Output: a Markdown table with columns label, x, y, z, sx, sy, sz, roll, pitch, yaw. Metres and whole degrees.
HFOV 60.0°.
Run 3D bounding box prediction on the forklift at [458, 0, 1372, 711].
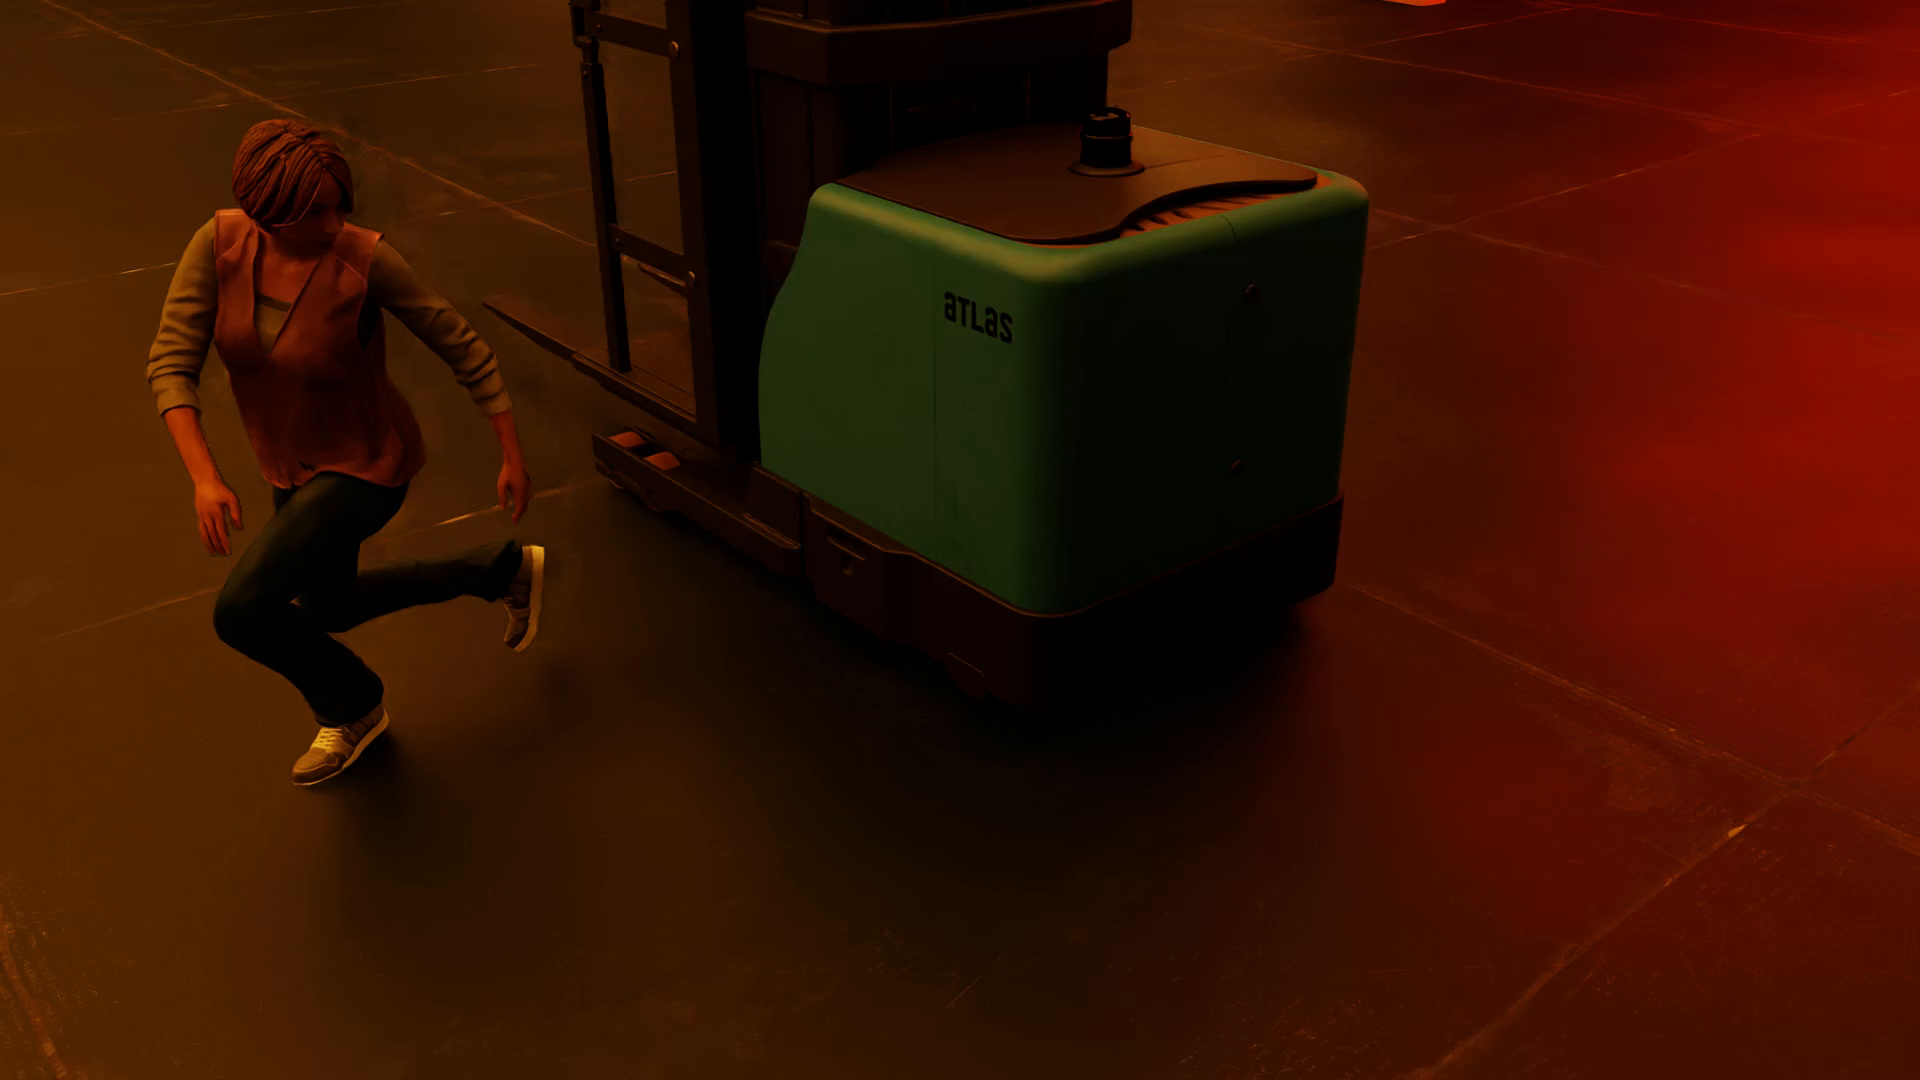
| label | x | y | z | sx | sy | sz | roll | pitch | yaw |
| --- | --- | --- | --- | --- | --- | --- | --- | --- | --- |
| forklift | -0.421 | -1.511 | 4.248 | 1.130 | 2.935 | 3.031 | -22 | 34 | -37 |

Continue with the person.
| label | x | y | z | sx | sy | sz | roll | pitch | yaw |
| --- | --- | --- | --- | --- | --- | --- | --- | --- | --- |
| person | -1.244 | -0.170 | 3.346 | 0.542 | 1.376 | 0.749 | 16 | 31 | 29 |
